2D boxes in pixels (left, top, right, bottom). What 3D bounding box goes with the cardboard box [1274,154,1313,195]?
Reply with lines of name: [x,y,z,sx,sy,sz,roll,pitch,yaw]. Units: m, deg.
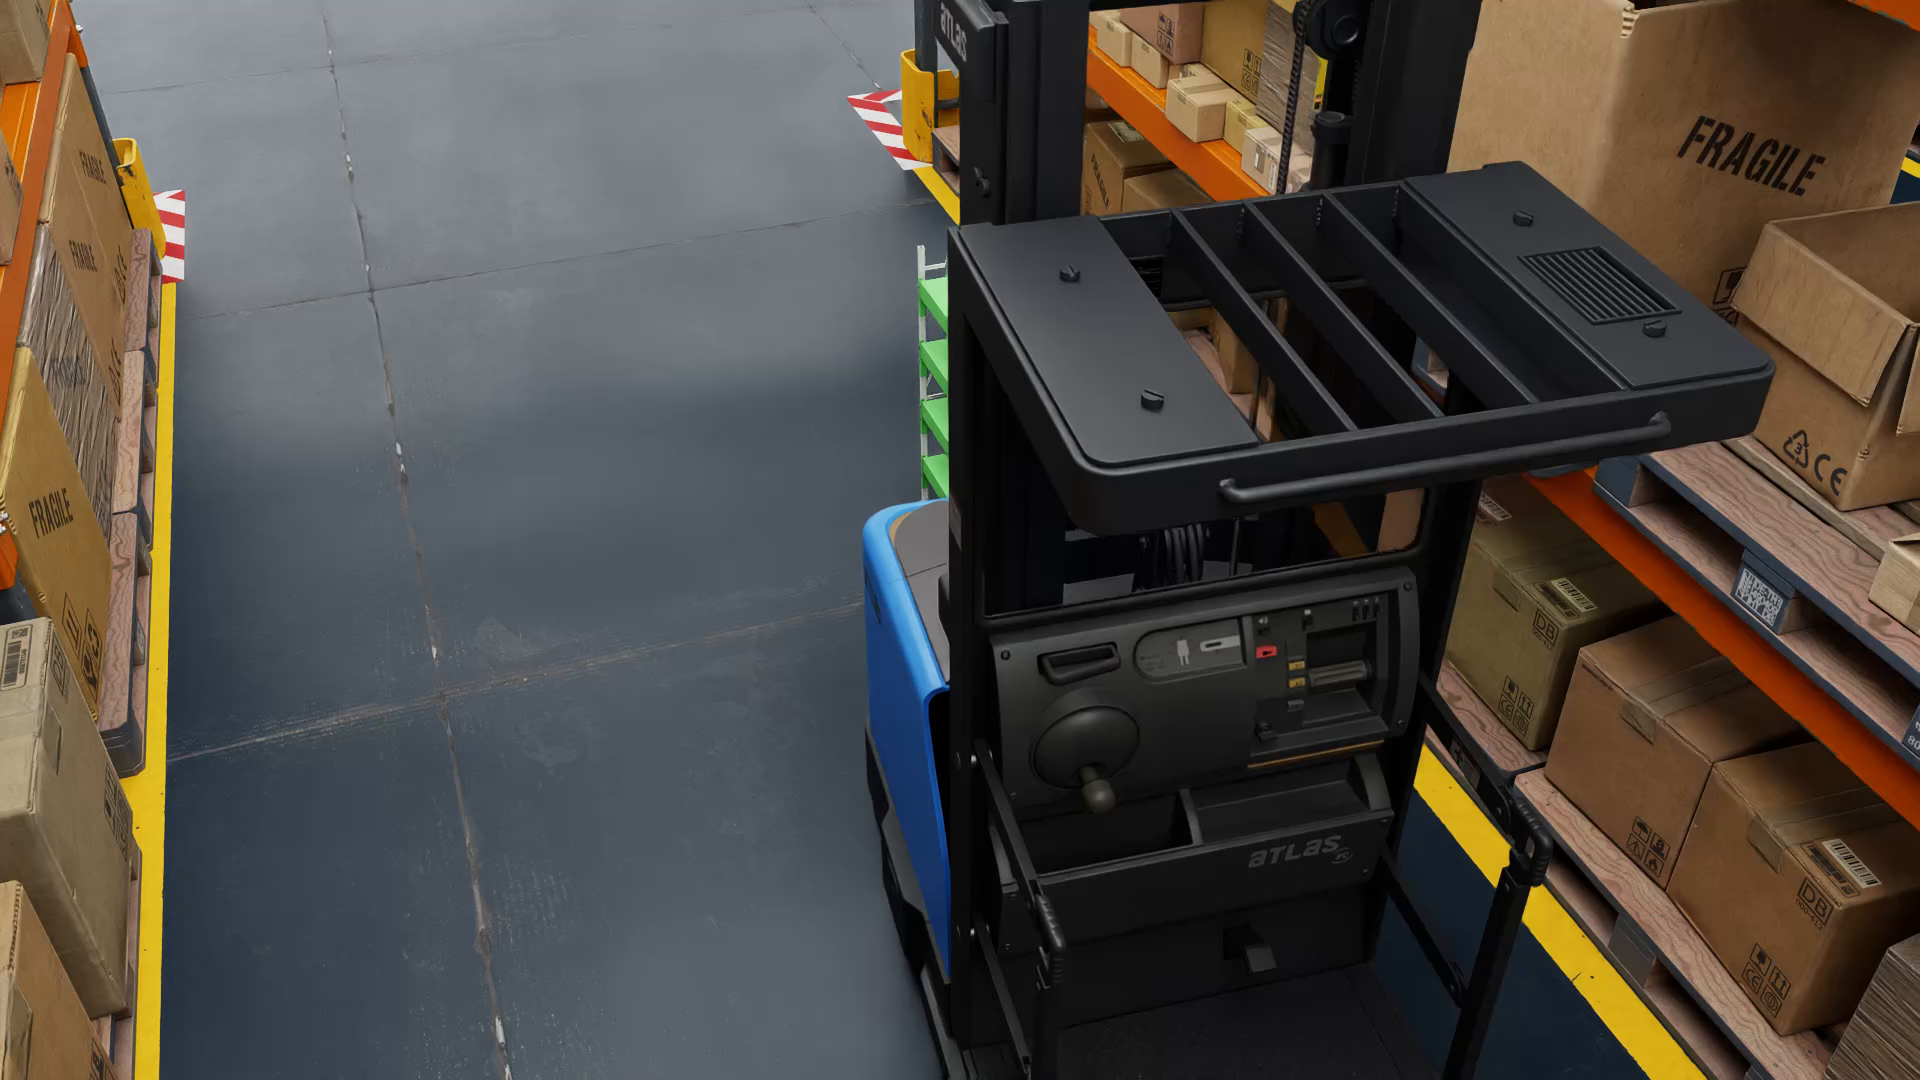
cardboard box: [1.275,-1.177,5.529,0.380,0.149,0.250,-12,39,-16]

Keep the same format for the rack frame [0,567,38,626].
rack frame: [-3.067,-0.247,4.085,1.000,3.000,0.127,-12,39,-16]

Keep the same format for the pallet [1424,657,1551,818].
pallet: [1.894,0.336,5.628,1.003,0.211,1.213,-12,39,-16]

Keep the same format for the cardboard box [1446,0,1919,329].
cardboard box: [1.767,-1.147,4.432,1.000,1.000,1.000,-12,39,-16]

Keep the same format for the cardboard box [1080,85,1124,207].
cardboard box: [0.686,-1.959,8.087,0.500,0.500,0.500,-3,37,-4]

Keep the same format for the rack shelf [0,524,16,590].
rack shelf: [-2.378,1.170,2.802,1.077,0.370,4.000,-12,39,-16]

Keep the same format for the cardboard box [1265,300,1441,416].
cardboard box: [1.525,-0.621,6.310,0.500,0.500,0.500,-14,39,-17]

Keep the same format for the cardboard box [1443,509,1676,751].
cardboard box: [1.963,0.230,5.163,0.700,0.500,0.500,-13,39,-16]

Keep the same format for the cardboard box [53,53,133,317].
cardboard box: [-4.148,-1.457,7.108,0.875,0.875,0.875,-12,39,-16]

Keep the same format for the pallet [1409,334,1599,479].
pallet: [1.752,-0.679,4.817,1.003,0.211,1.213,-12,39,-16]

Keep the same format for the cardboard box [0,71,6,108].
cardboard box: [-3.988,-1.718,5.913,0.875,0.550,0.550,-12,39,-16]

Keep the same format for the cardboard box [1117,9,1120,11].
cardboard box: [0.989,-2.485,6.726,0.875,0.500,0.500,-12,39,-16]

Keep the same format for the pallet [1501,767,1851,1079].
pallet: [2.318,1.026,4.712,1.003,0.211,1.213,-12,39,-16]

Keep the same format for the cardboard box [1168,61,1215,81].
cardboard box: [1.016,-1.761,6.304,0.380,0.149,0.250,-12,39,-16]

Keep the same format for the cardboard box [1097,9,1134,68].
cardboard box: [0.773,-2.028,6.658,0.380,0.149,0.250,-12,39,-16]

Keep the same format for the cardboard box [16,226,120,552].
cardboard box: [-3.531,-0.445,5.764,0.875,0.875,0.875,-12,39,-16]

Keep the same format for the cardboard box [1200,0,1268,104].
cardboard box: [1.389,-1.933,5.992,0.875,0.500,0.500,-12,39,-16]

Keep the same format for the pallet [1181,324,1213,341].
pallet: [0.937,-1.166,7.622,1.003,0.211,1.213,-12,39,-16]

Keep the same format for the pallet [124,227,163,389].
pallet: [-4.095,-0.958,7.346,1.003,0.211,1.213,-12,39,-16]

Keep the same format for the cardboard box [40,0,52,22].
cardboard box: [-4.273,-2.367,6.774,0.875,0.550,0.550,-12,39,-16]

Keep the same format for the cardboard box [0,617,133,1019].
cardboard box: [-2.769,0.816,4.195,1.050,0.750,0.750,-13,39,-16]

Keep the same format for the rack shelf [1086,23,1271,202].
rack shelf: [0.937,-2.060,7.089,1.077,0.370,4.000,-12,39,-16]

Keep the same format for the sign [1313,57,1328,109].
sign: [1.118,-1.446,4.957,0.100,0.325,0.005,-12,39,-16]

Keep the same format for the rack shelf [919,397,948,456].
rack shelf: [0.057,-0.335,5.803,0.258,0.148,0.480,-12,39,-16]

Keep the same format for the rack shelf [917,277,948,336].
rack shelf: [0.057,-0.718,5.515,0.258,0.148,0.480,-12,39,-16]

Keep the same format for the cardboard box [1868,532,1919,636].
cardboard box: [2.174,0.042,3.463,0.396,0.266,0.258,-14,39,-17]

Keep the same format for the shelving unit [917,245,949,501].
shelving unit: [0.057,-0.386,5.765,0.258,1.200,0.503,-12,39,-16]

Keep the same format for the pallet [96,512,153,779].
pallet: [-3.255,0.421,5.516,1.003,0.211,1.213,-12,39,-16]

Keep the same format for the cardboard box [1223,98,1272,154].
cardboard box: [1.168,-1.474,5.923,0.380,0.149,0.250,-12,39,-16]

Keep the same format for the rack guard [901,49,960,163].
rack guard: [0.275,-2.435,9.068,1.175,0.500,0.348,-12,39,-16]

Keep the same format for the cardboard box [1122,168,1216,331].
cardboard box: [1.033,-1.277,7.181,0.500,0.500,0.500,-16,40,-20]

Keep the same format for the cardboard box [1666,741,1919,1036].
cardboard box: [2.348,0.861,4.325,0.700,0.500,0.500,-9,38,-12]

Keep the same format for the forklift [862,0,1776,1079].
forklift: [0.579,0.386,3.302,1.130,2.935,3.031,-9,38,-12]
